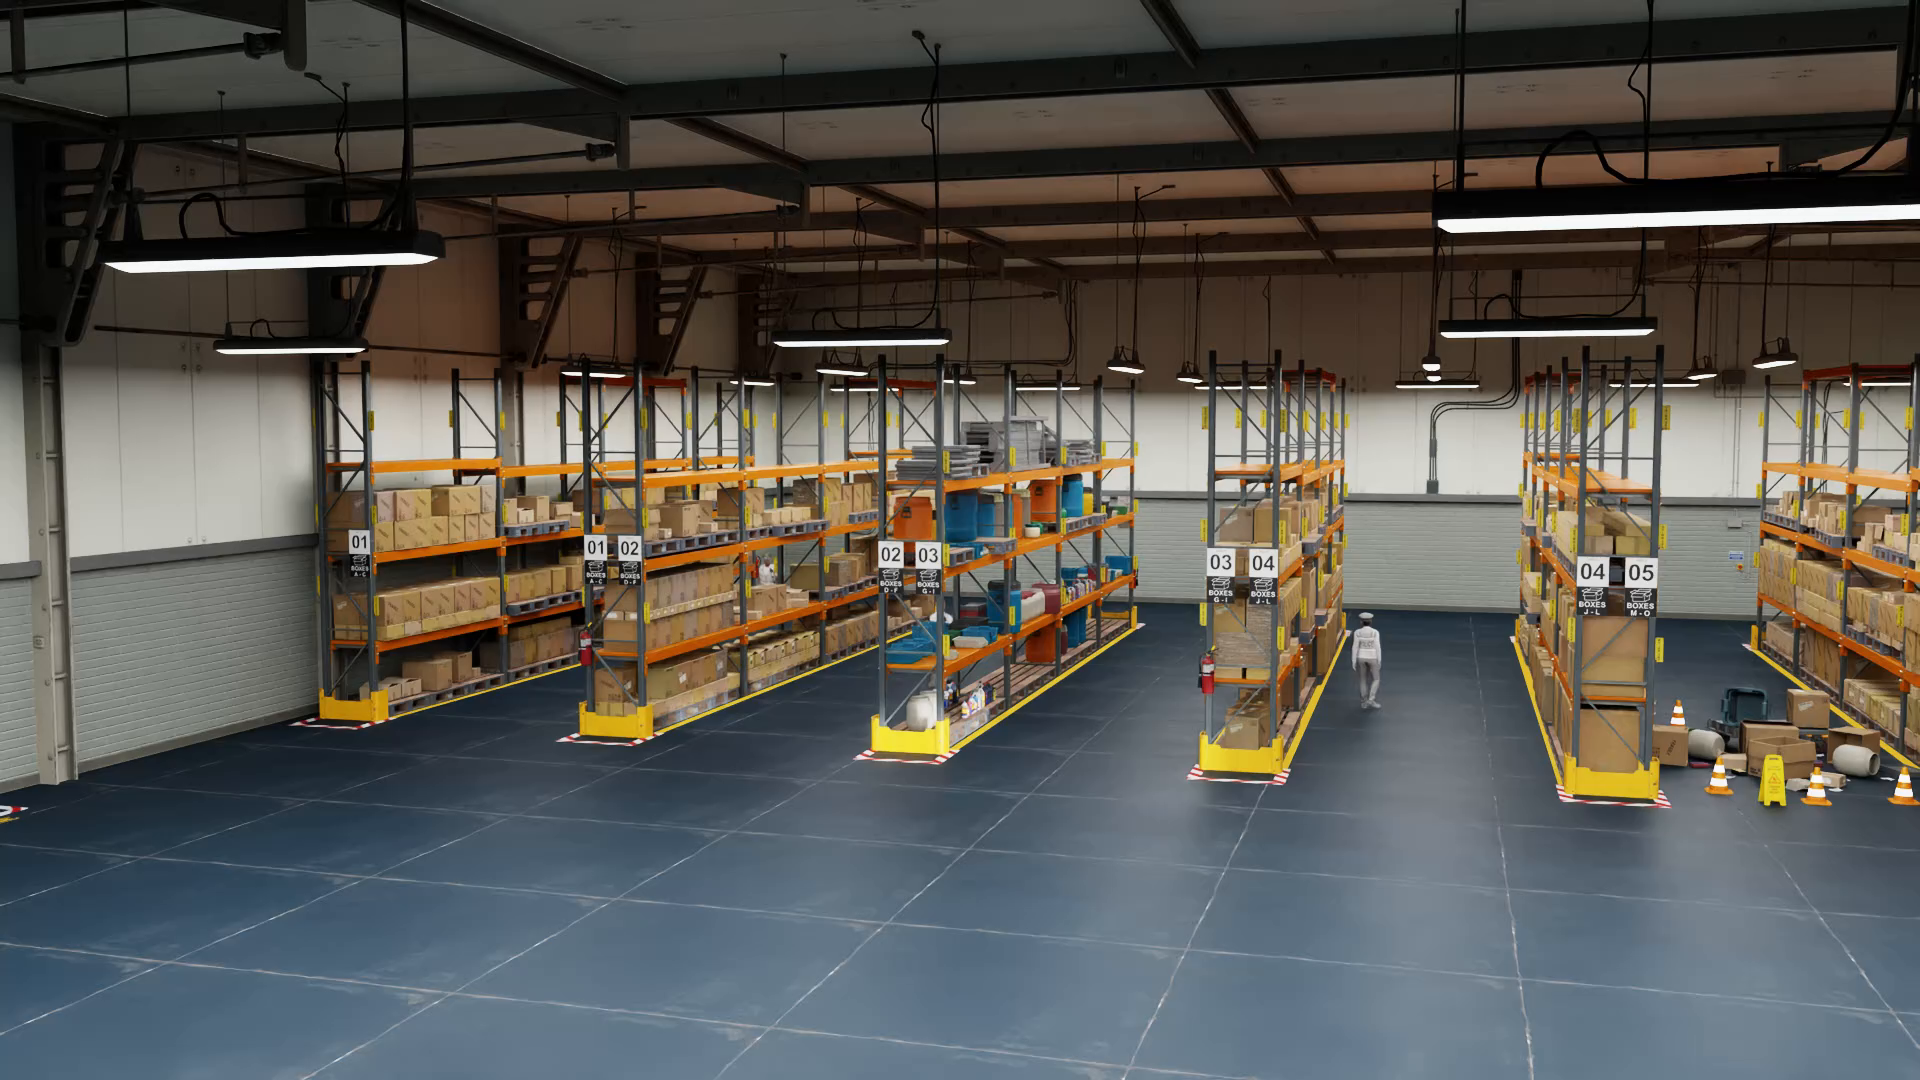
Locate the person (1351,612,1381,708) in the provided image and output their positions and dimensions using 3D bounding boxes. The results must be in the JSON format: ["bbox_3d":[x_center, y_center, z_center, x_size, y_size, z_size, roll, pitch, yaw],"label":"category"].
[{"bbox_3d":[7.066,2.108,28.910,0.512,1.674,0.516,1,4,18],"label":"person"}]

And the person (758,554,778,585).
[{"bbox_3d":[-4.720,1.185,41.272,0.538,1.711,0.971,1,4,13],"label":"person"}]

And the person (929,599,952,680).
[{"bbox_3d":[-0.373,1.904,31.516,0.536,1.606,1.036,1,4,14],"label":"person"}]
